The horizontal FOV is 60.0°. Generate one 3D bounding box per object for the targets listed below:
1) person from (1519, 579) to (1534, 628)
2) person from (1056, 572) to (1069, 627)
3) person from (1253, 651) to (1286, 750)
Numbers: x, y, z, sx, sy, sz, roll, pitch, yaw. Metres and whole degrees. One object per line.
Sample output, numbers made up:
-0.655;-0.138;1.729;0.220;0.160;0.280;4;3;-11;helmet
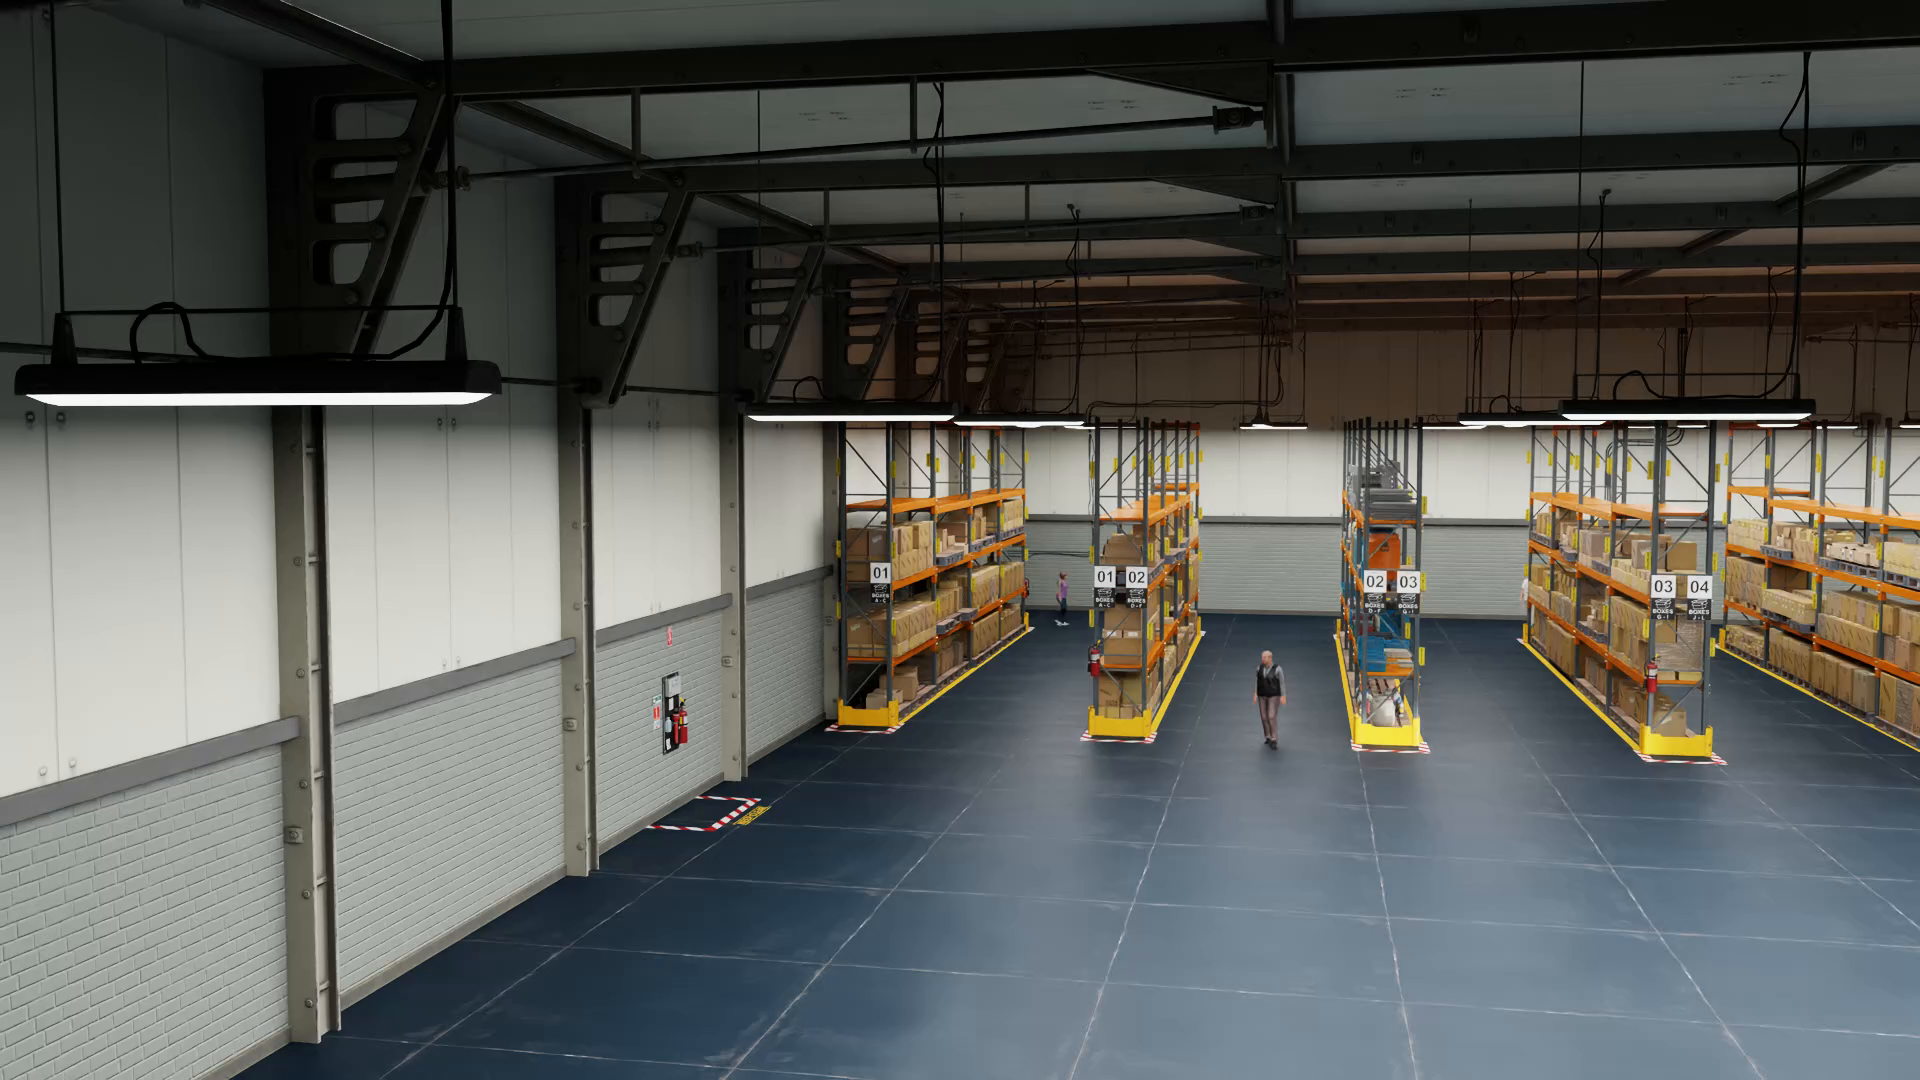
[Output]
16.619;1.710;48.355;0.577;1.700;1.086;3;5;40;person
3.032;1.749;49.081;0.355;1.616;0.478;2;4;31;person
5.604;2.896;30.319;0.636;1.720;0.663;3;5;37;person
